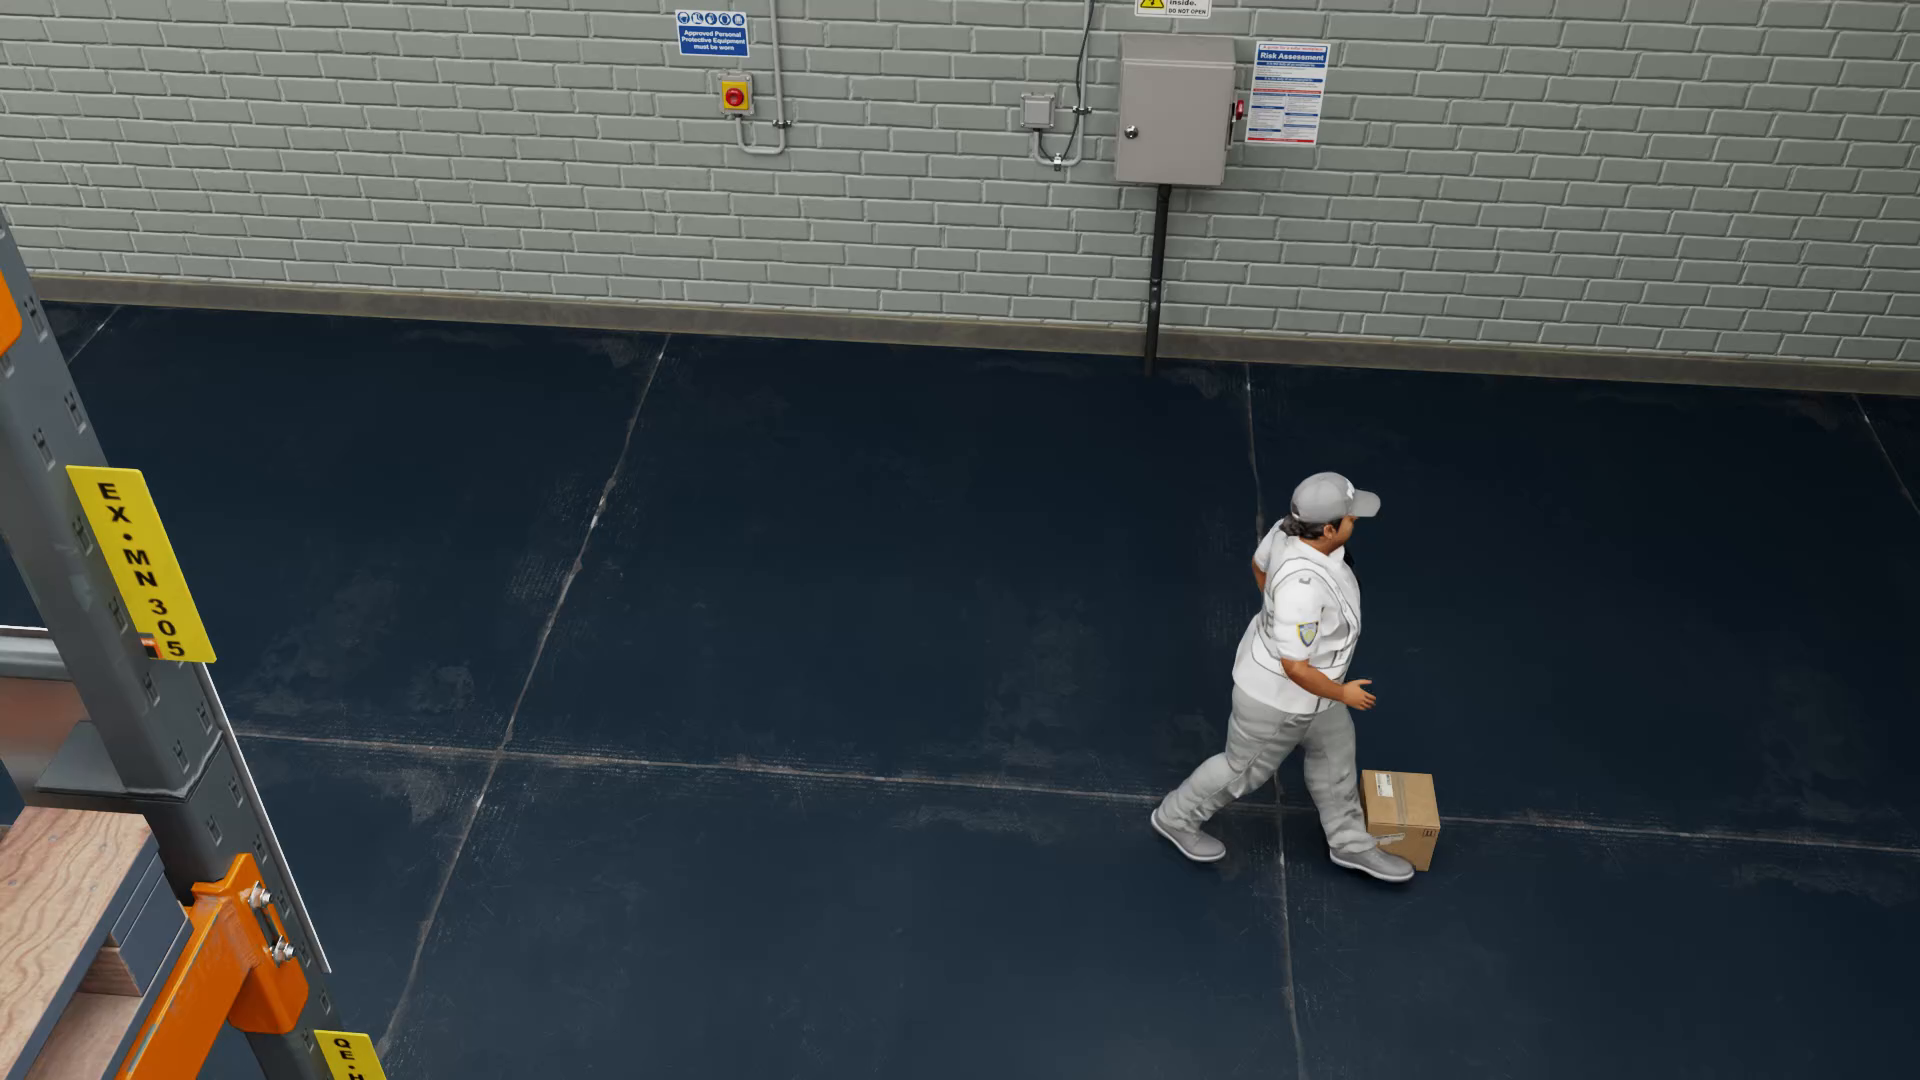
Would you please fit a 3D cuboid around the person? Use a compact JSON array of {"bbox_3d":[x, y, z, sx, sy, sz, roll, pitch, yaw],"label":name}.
[{"bbox_3d":[1.201,0.471,5.619,0.946,1.621,0.553,14,42,16],"label":"person"}]
